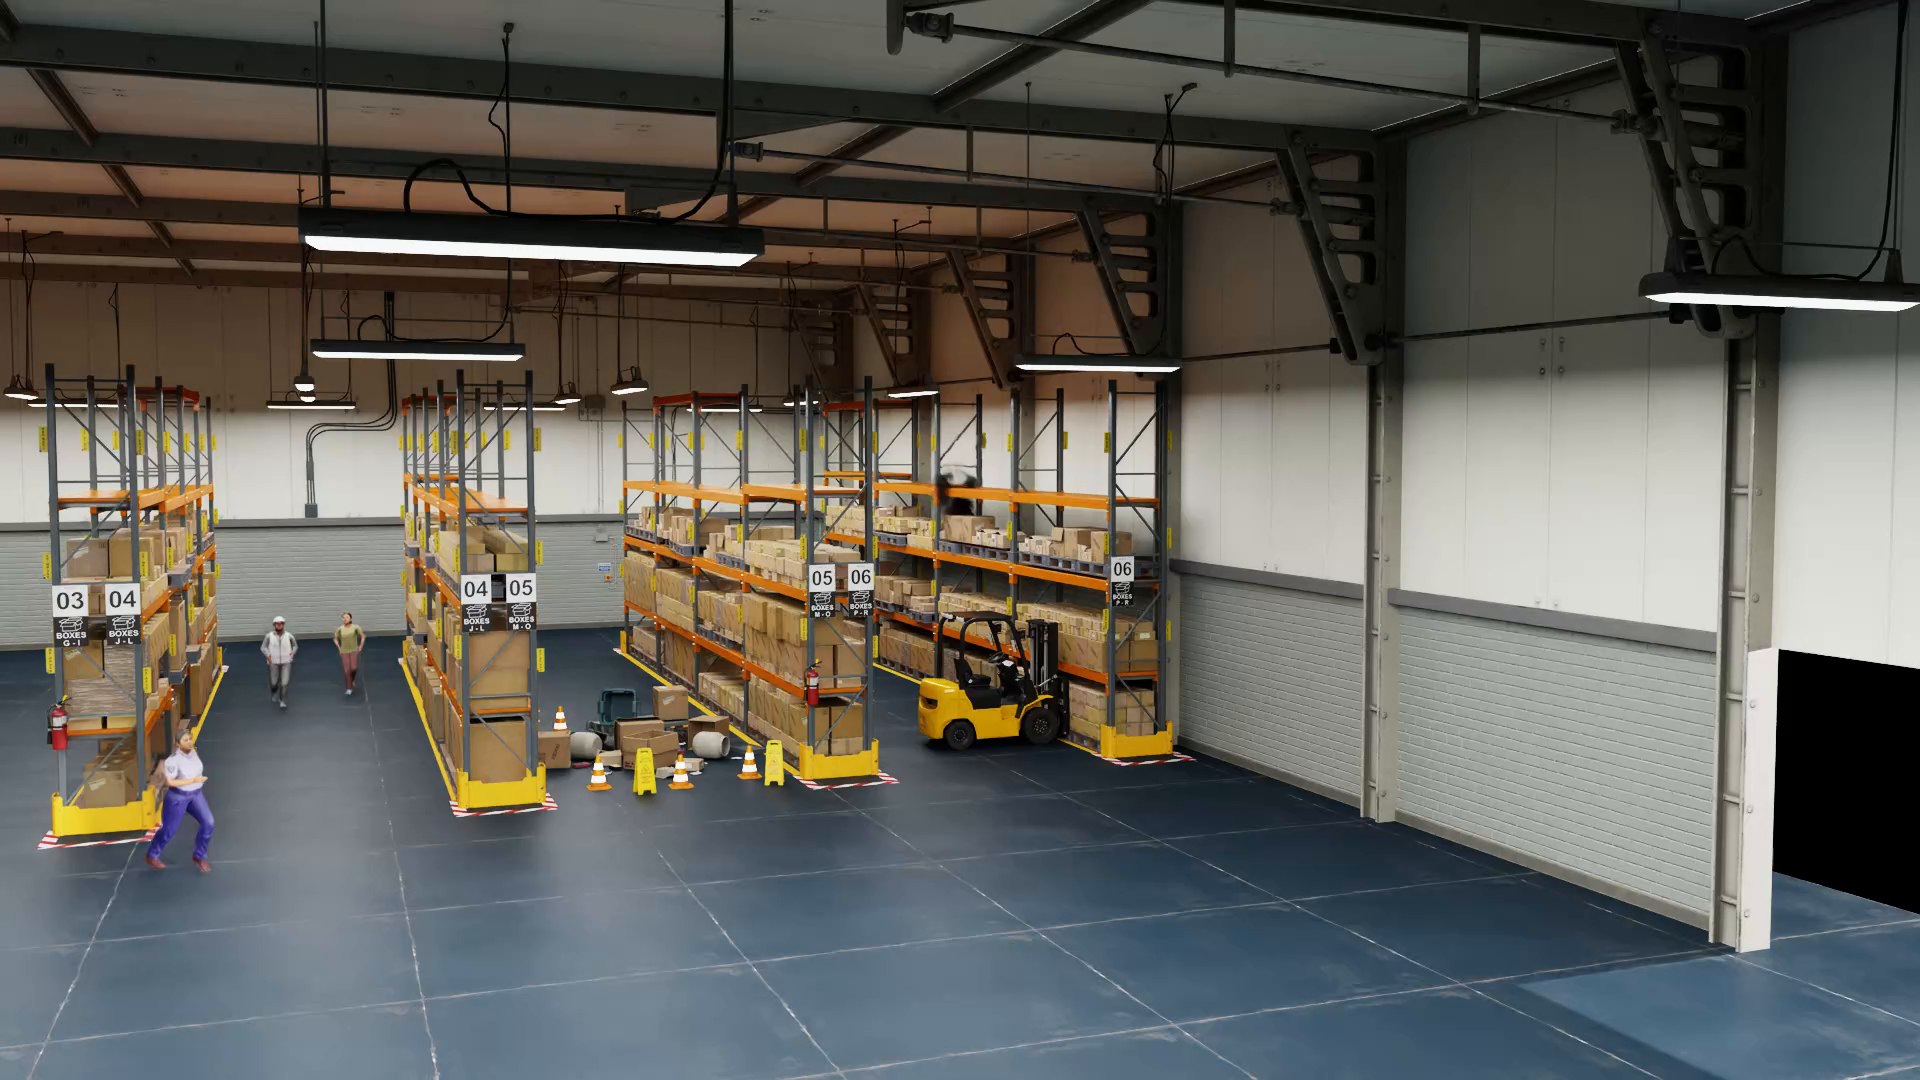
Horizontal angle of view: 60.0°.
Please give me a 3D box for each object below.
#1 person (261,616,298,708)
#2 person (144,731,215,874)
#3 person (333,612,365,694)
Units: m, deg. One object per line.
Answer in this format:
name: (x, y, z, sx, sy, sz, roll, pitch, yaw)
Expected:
person: (-12.836, 2.305, 31.400, 0.658, 1.722, 0.608, -2, 4, -25)
person: (-9.063, 3.057, 19.382, 0.873, 1.691, 0.610, 1, 4, 22)
person: (-12.183, 2.255, 33.157, 0.587, 1.631, 0.524, -1, 3, -15)
